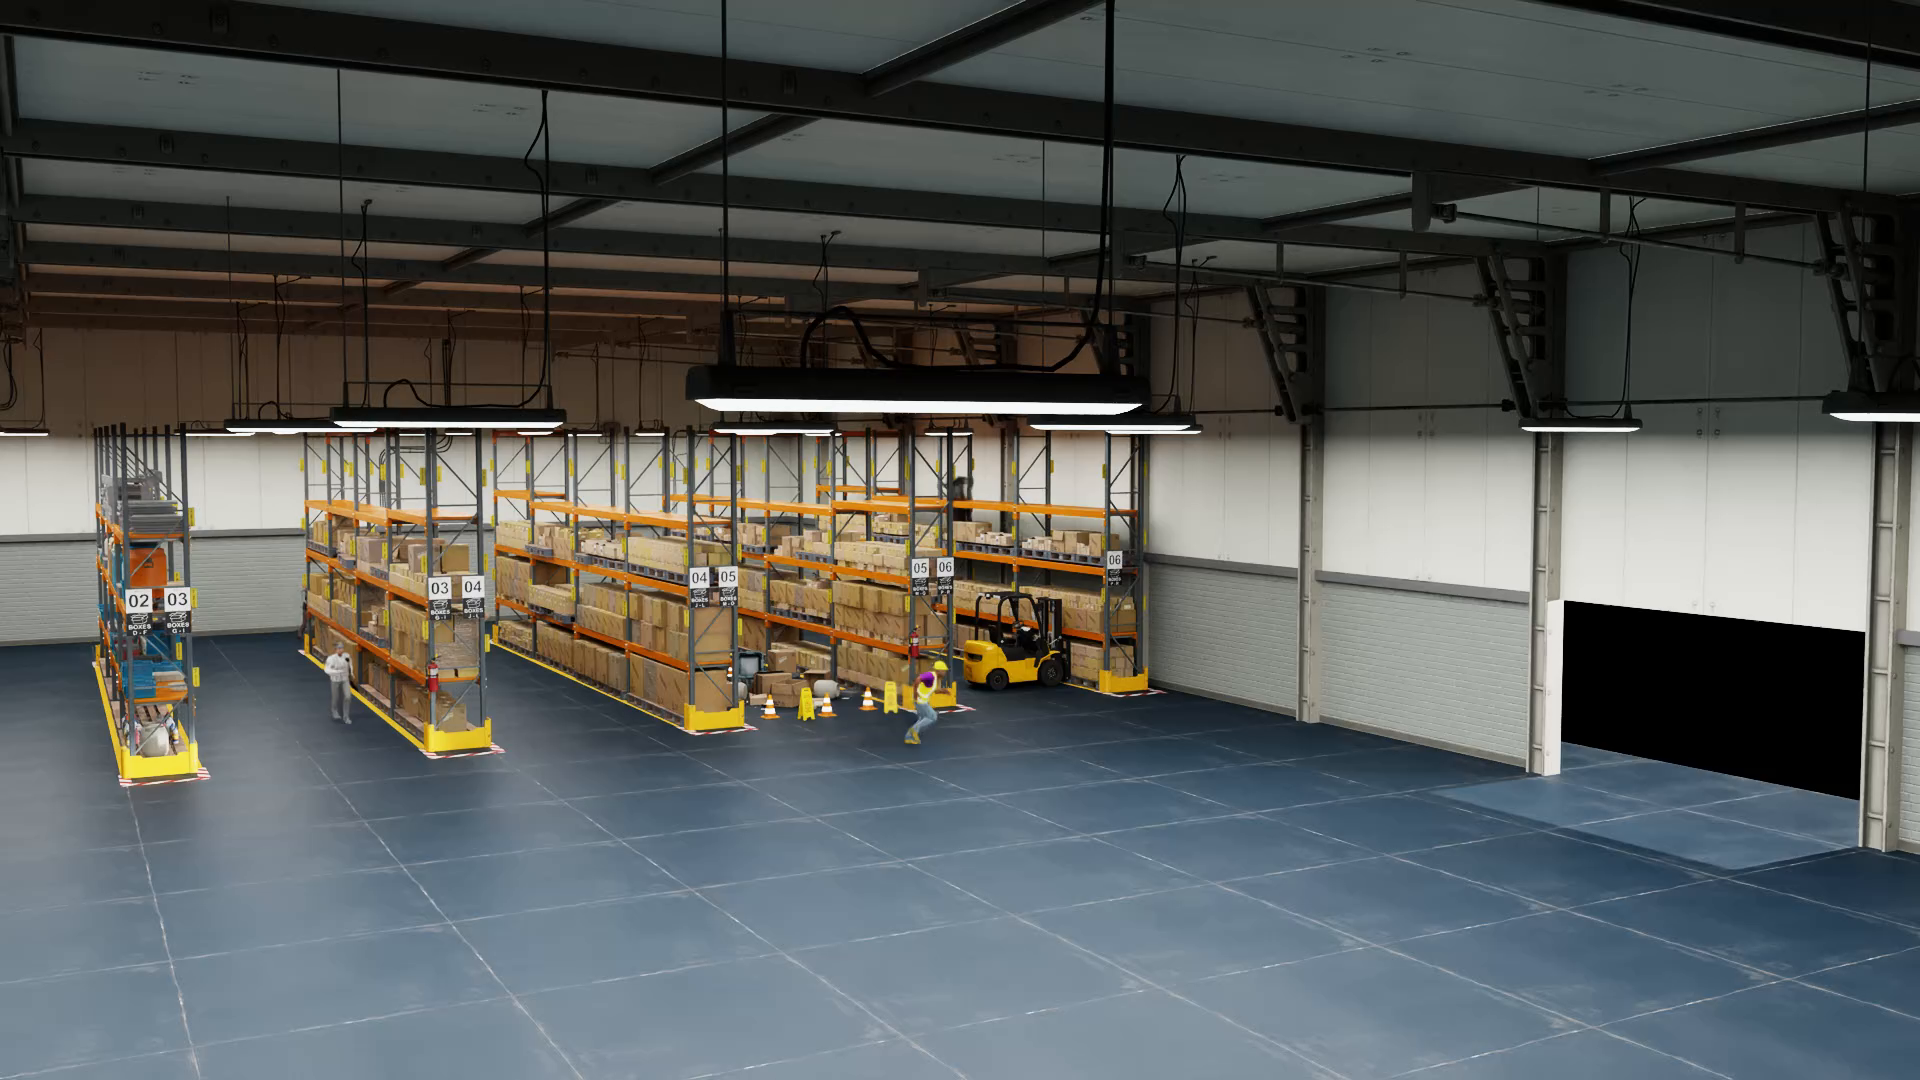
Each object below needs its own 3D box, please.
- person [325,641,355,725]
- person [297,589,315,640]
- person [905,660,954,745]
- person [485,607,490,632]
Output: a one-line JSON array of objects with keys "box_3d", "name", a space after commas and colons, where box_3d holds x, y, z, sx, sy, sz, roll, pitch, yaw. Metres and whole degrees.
[{"box_3d": [-12.516, 2.855, 33.543, 0.605, 1.681, 0.940, -2, 4, -33], "name": "person"}, {"box_3d": [-18.292, 1.983, 46.871, 0.794, 1.545, 0.649, 1, 4, 19], "name": "person"}, {"box_3d": [-0.594, 3.036, 31.035, 0.928, 1.592, 0.741, 1, 4, 14], "name": "person"}, {"box_3d": [-12.459, 2.282, 43.066, 0.564, 1.715, 0.719, -2, 4, -35], "name": "person"}]
